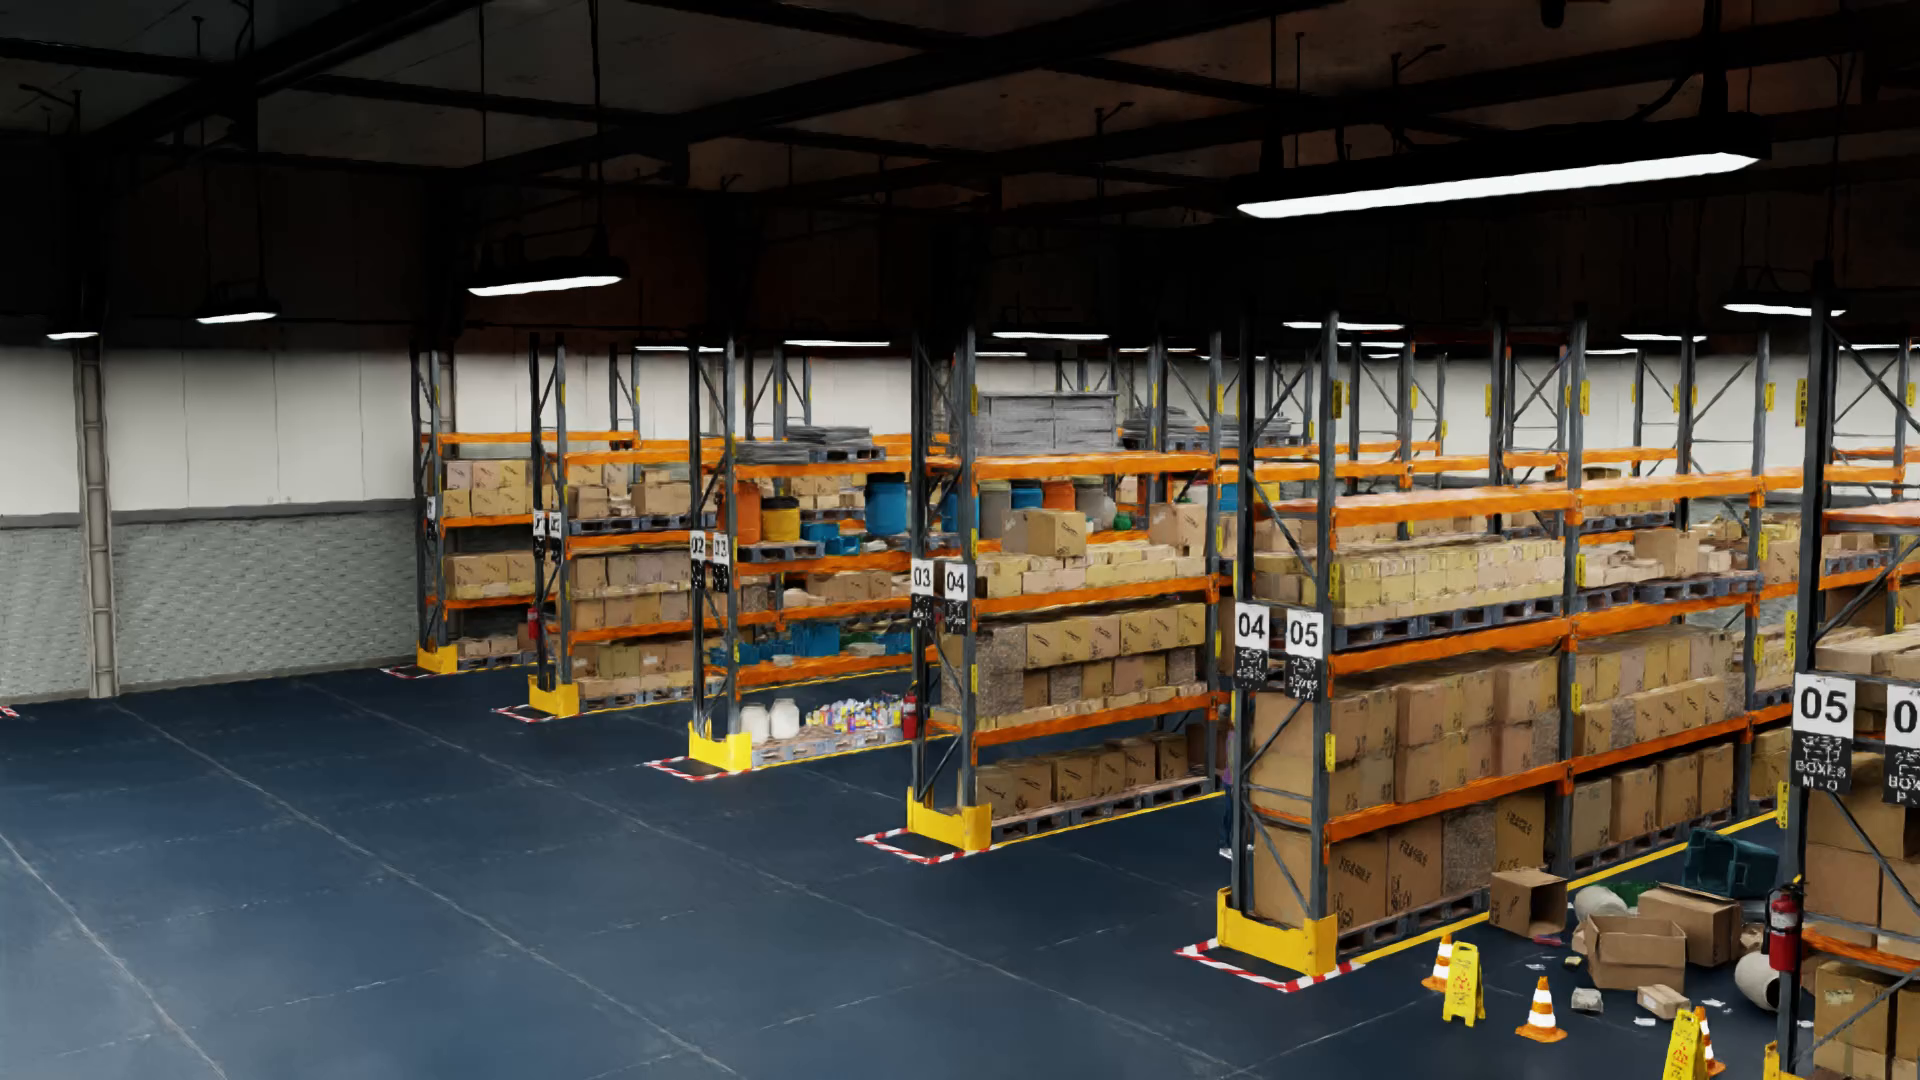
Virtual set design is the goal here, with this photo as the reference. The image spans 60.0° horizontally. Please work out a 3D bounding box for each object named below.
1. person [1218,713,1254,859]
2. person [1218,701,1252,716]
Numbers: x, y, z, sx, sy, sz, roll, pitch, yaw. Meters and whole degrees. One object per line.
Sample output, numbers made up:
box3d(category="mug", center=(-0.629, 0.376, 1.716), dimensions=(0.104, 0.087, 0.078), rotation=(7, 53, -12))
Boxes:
box3d(category="person", center=(3.057, 2.670, 18.251), dimensions=(0.406, 1.600, 0.468), rotation=(2, 6, 20))
box3d(category="person", center=(4.245, 1.933, 26.174), dimensions=(1.086, 1.589, 0.495), rotation=(-4, 7, -37))
